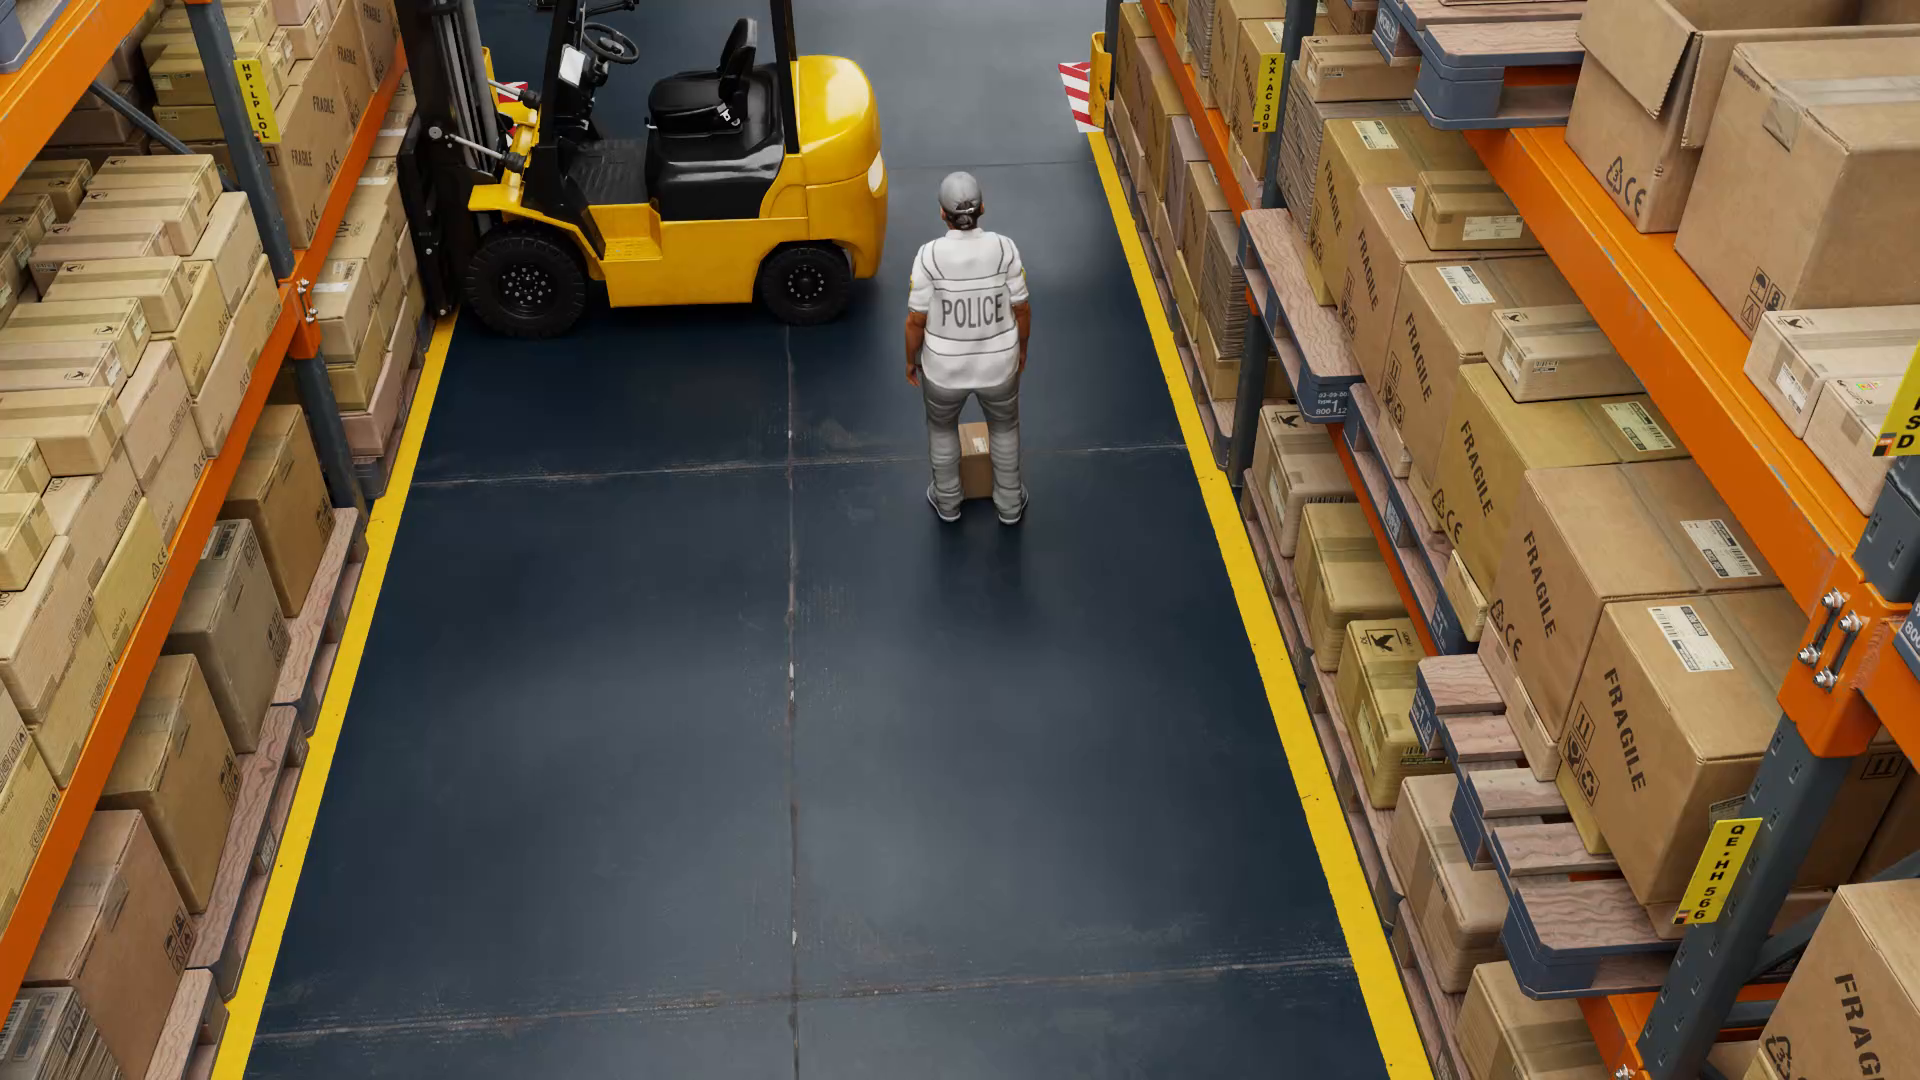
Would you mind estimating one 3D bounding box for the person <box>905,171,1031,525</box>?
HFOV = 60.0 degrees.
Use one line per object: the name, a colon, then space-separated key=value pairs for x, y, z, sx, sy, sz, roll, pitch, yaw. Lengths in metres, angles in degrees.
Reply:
person: x=0.045 y=-0.775 z=7.093 sx=0.563 sy=1.667 sz=0.463 roll=-5 pitch=40 yaw=-6
